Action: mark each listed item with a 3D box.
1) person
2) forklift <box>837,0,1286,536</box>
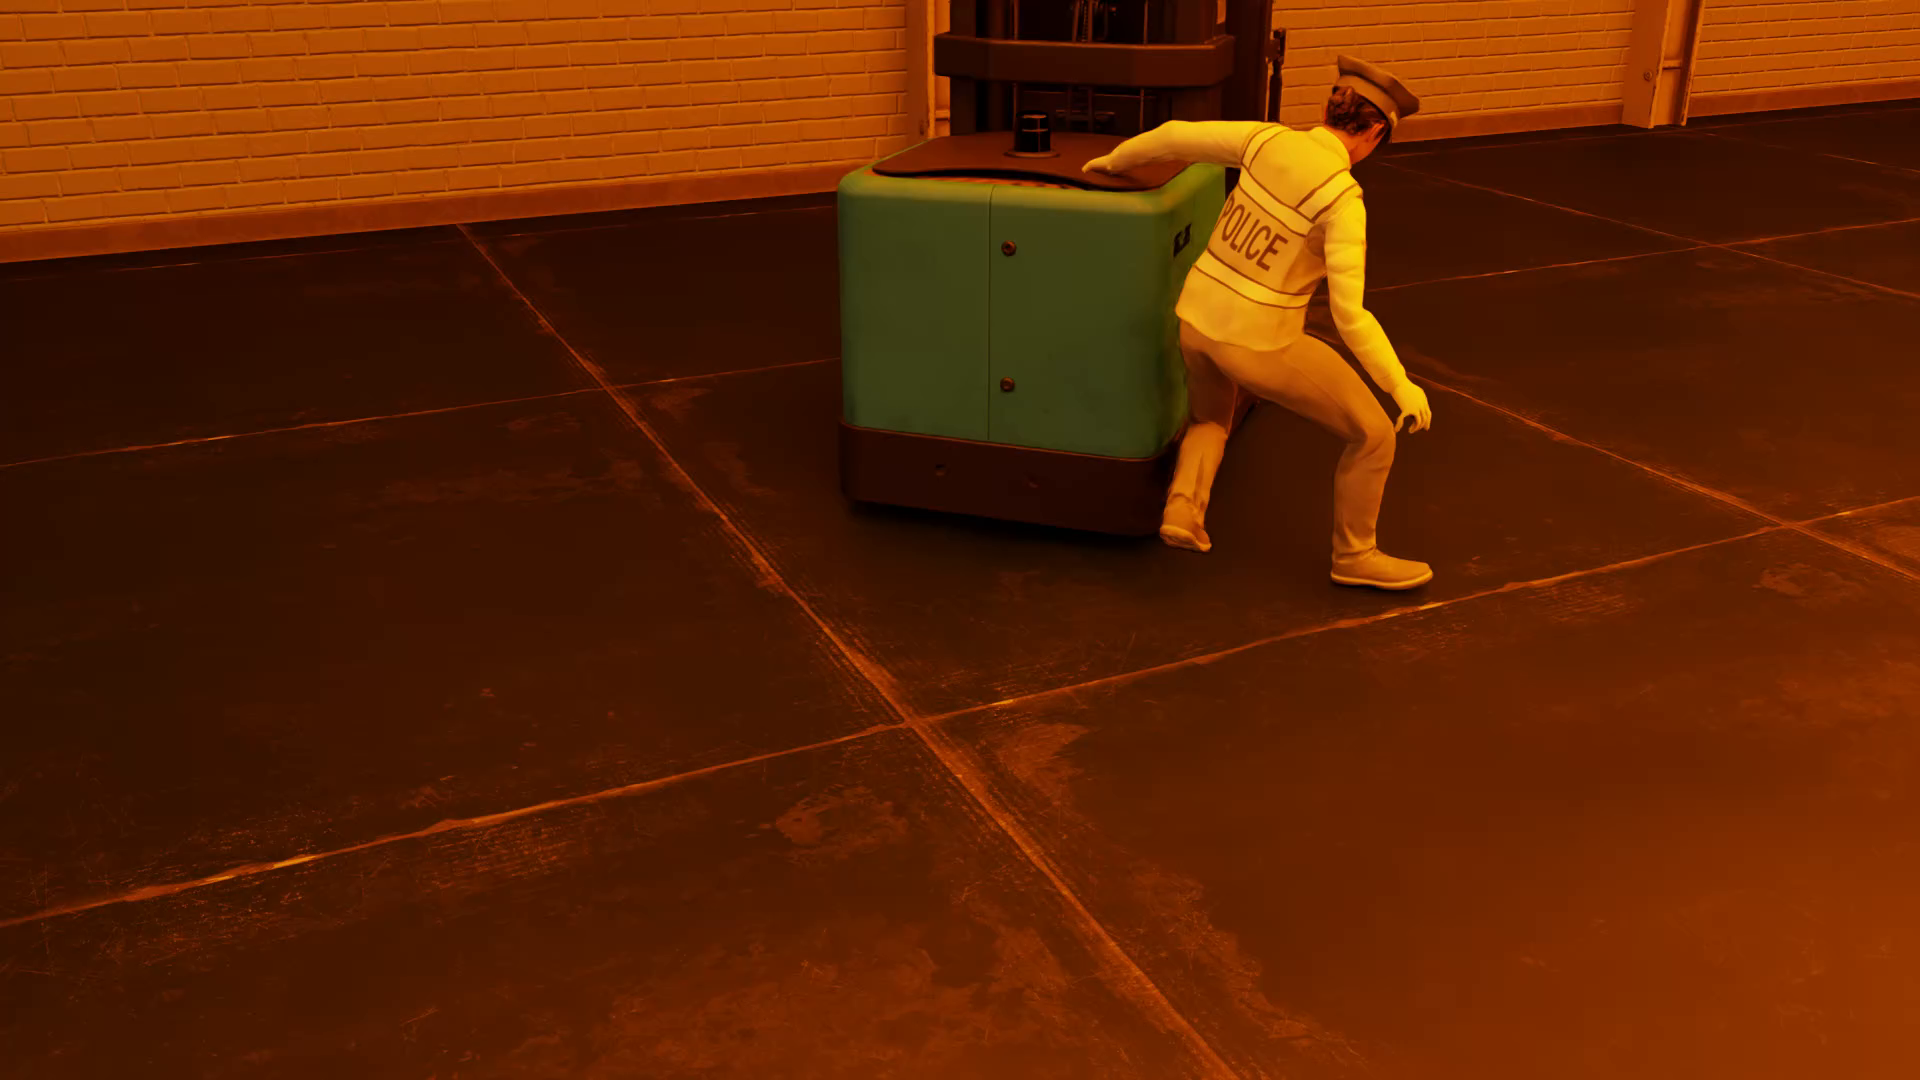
[{"bbox_3d":[0.824,-0.605,4.642,0.700,1.468,1.092,-13,26,-29],"label":"person"},{"bbox_3d":[0.596,-1.901,5.863,1.130,2.935,3.031,8,24,18],"label":"forklift"}]
